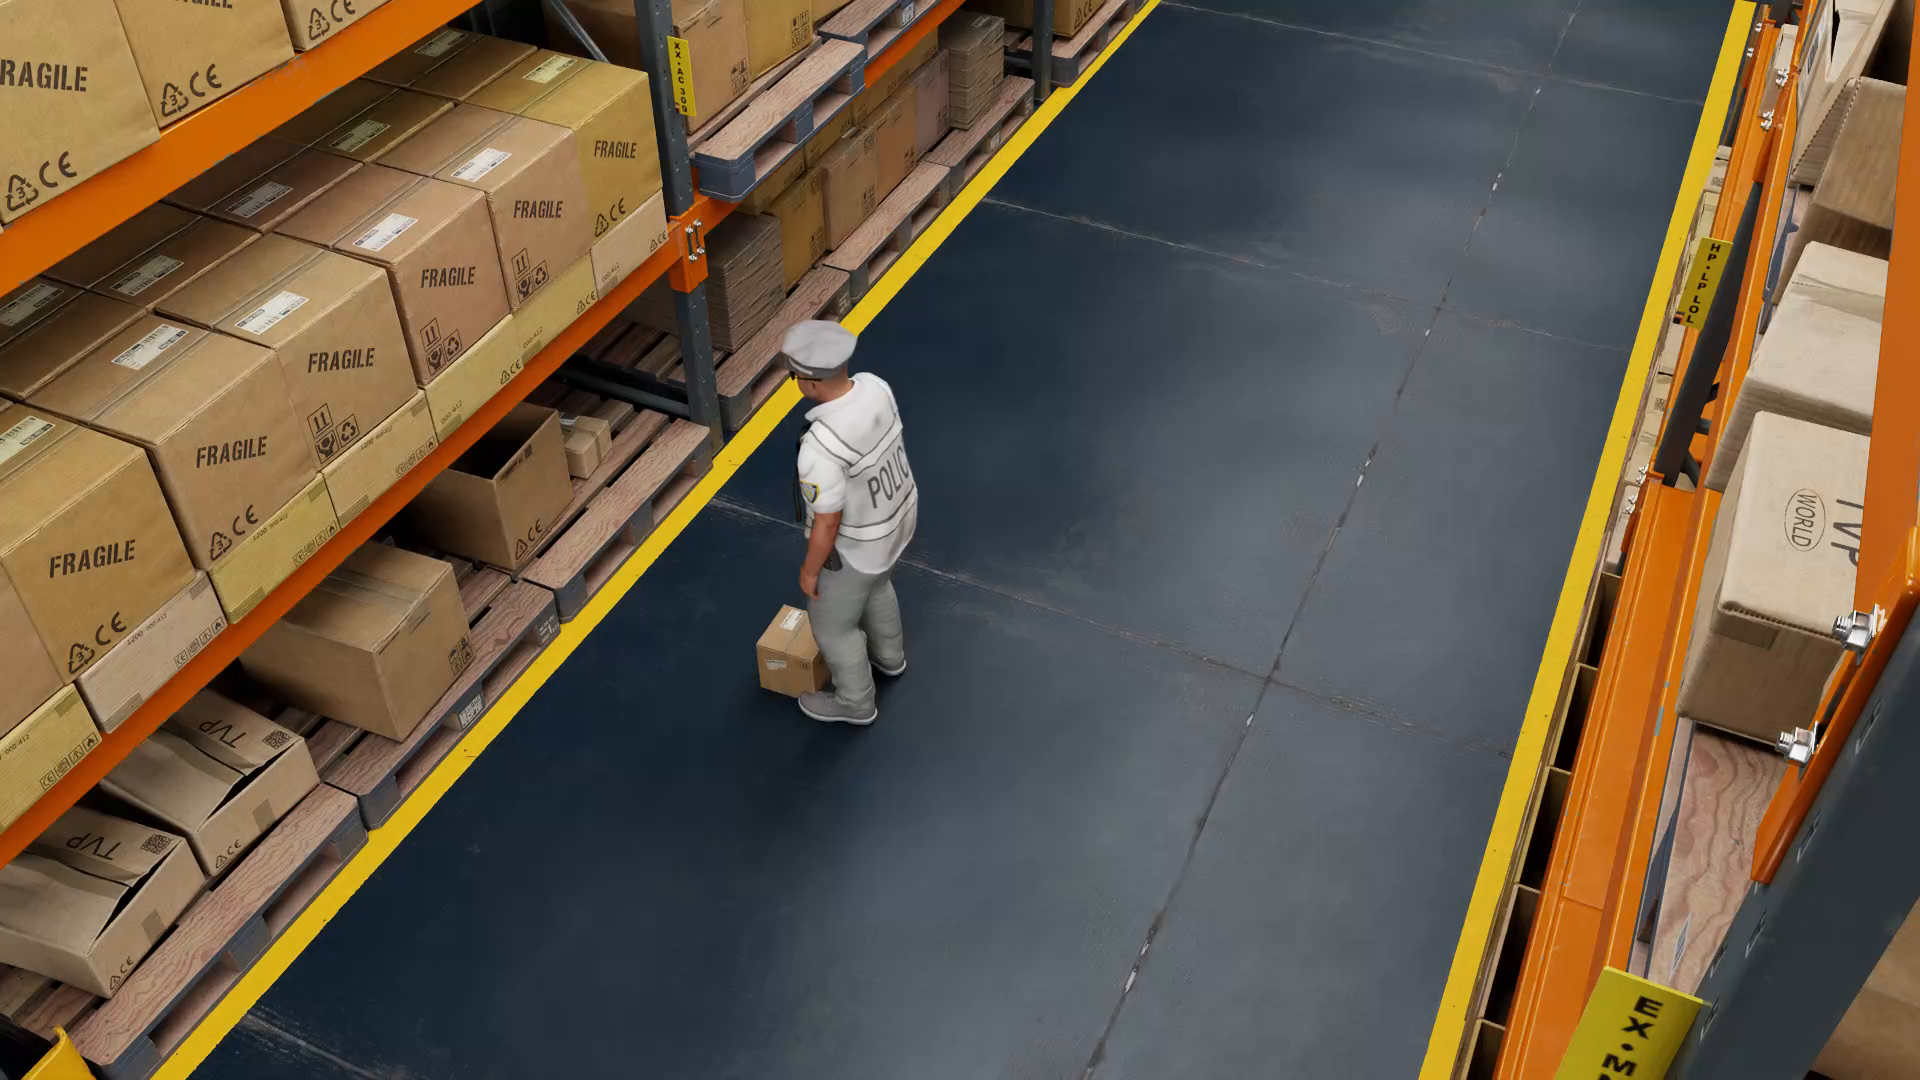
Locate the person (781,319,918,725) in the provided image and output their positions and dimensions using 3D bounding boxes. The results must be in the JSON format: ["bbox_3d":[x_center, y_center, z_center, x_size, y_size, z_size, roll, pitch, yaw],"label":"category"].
[{"bbox_3d":[-0.397,-0.031,6.188,0.439,1.748,0.586,18,45,19],"label":"person"}]
